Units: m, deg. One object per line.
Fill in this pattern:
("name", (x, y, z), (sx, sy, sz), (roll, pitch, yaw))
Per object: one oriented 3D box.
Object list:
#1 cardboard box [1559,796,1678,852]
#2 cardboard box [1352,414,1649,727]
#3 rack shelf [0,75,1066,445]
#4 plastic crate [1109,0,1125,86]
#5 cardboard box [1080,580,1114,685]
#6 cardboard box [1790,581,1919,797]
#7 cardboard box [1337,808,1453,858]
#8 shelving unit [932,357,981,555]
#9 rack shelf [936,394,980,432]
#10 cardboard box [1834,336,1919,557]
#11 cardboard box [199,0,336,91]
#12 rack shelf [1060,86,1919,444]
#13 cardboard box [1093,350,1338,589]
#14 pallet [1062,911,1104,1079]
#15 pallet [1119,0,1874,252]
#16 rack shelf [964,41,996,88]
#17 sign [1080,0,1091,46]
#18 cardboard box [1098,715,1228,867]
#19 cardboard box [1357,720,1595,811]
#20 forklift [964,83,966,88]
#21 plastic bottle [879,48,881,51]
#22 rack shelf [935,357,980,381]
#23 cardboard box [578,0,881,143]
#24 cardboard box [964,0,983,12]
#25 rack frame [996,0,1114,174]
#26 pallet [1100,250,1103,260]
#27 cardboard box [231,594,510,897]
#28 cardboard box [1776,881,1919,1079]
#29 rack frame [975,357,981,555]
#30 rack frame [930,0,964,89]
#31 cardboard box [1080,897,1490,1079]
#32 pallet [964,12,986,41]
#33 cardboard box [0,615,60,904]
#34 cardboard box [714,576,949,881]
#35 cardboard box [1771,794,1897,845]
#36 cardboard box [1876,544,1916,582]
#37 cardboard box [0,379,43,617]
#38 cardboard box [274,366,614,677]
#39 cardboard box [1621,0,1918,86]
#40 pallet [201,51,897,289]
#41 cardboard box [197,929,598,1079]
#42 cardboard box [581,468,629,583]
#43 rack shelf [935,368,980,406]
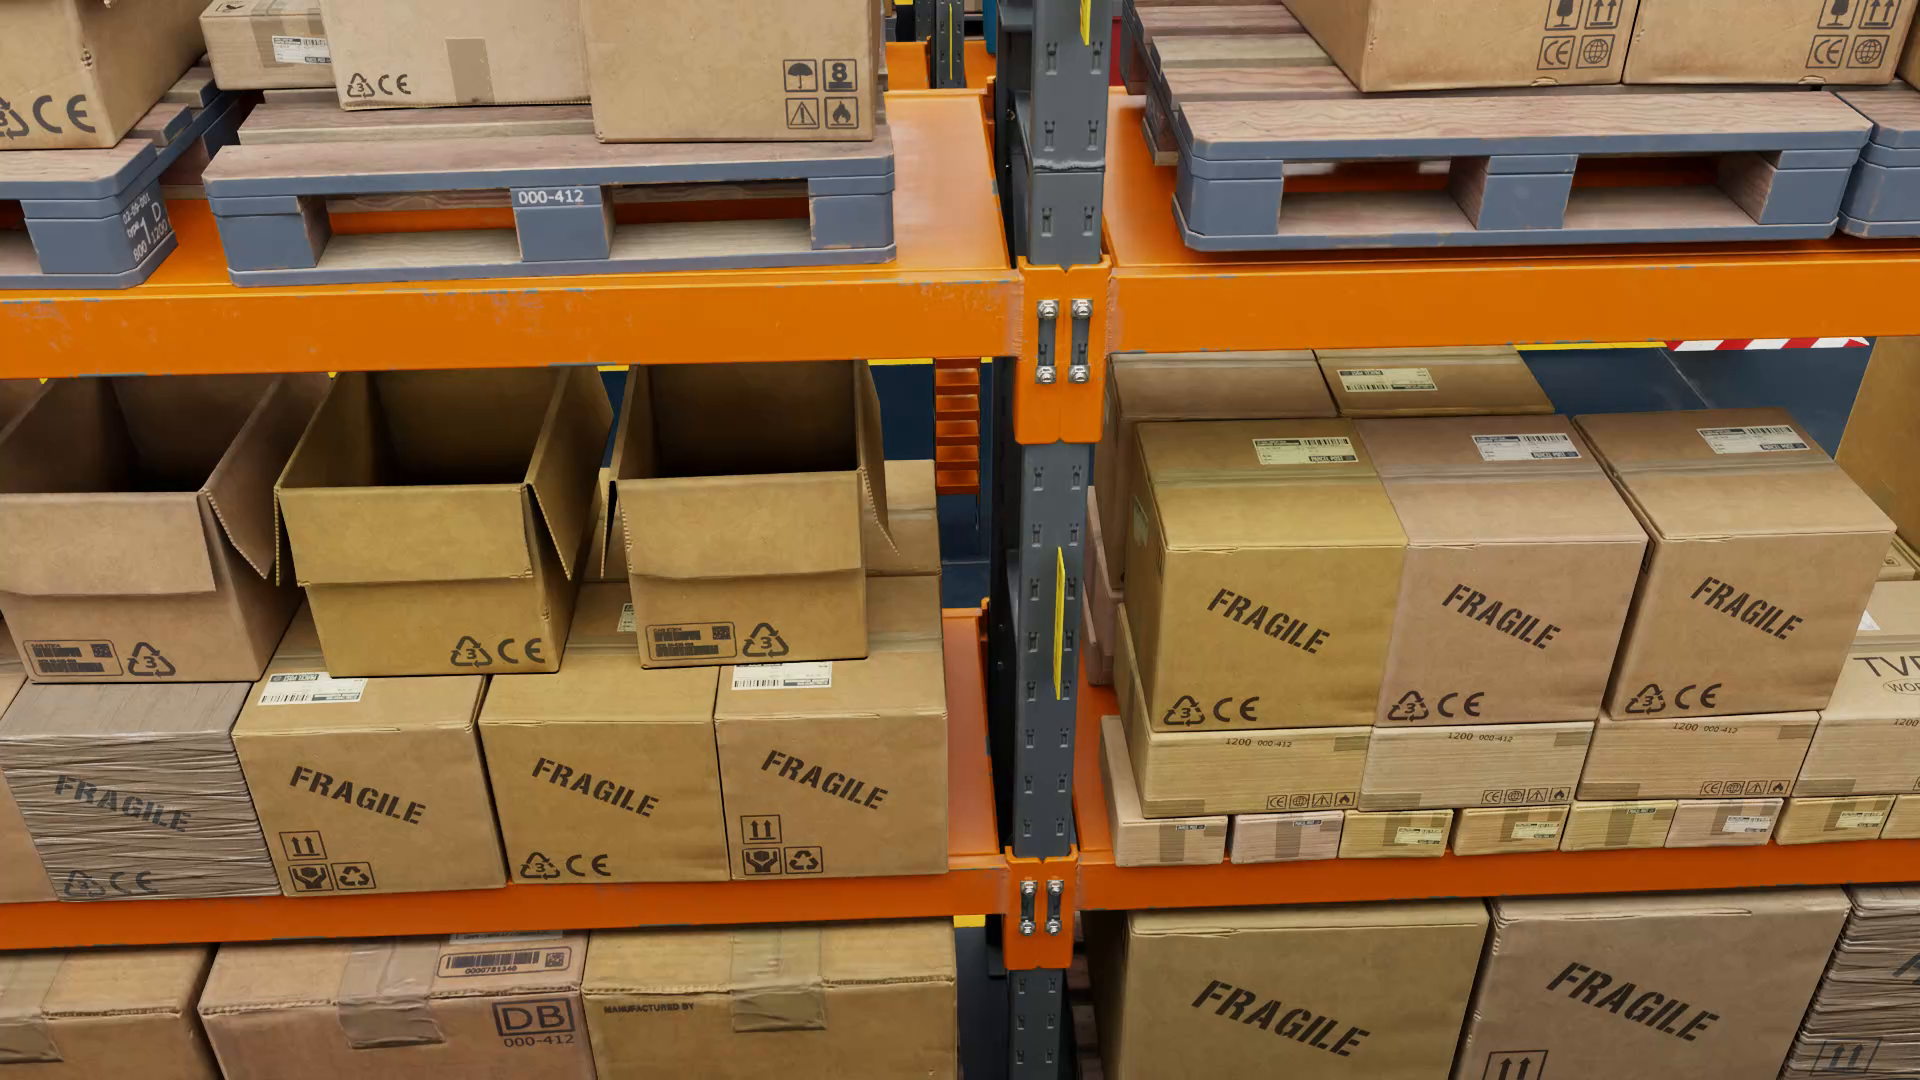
("cardboard box", (1.522, 0.563, 4.021), (0.250, 0.149, 0.380), (-2, 35, -3))
("cardboard box", (1.150, 0.063, 3.735), (0.500, 0.500, 0.500), (-2, 35, -2))
("rack shelf", (-1.830, -0.575, 3.442), (4.000, 0.370, 1.077), (-2, 35, -2))
("plastic crate", (0.837, -2.440, 8.030), (0.583, 0.464, 0.402), (-2, 35, -2))
("cardboard box", (0.456, 0.217, 4.521), (0.250, 0.149, 0.380), (-1, 35, -2))
("cardboard box", (2.156, 0.347, 3.983), (0.500, 0.250, 0.500), (-1, 35, -2))
("cardboard box", (1.004, 0.578, 4.000), (0.250, 0.149, 0.380), (0, 35, -1))
("shelving unit", (-0.014, -0.493, 6.908), (0.189, 1.200, 0.258), (-2, 35, -2))
("rack shelf", (-0.014, -0.555, 6.865), (0.180, 0.103, 0.258), (-2, 35, -2))
("cardboard box", (2.654, -0.278, 4.228), (0.500, 0.500, 0.500), (-2, 35, -4))
("cardboard box", (-1.327, -1.040, 3.332), (0.250, 0.149, 0.380), (-3, 35, -4))
("rack shelf", (2.165, -0.683, 3.598), (4.000, 0.370, 1.077), (-2, 35, -2))
("cardboard box", (0.614, -0.225, 4.151), (0.500, 0.500, 0.500), (-1, 35, -1))
("pallet", (0.931, 1.479, 4.928), (1.213, 0.211, 1.003), (-2, 35, -2))
("pallet", (0.985, -0.905, 3.364), (1.213, 0.211, 1.003), (-2, 35, -2))
("rack shelf", (1.931, -2.265, 8.520), (4.000, 0.370, 1.077), (-2, 35, -2))
("sign", (0.203, -0.959, 2.633), (0.005, 0.325, 0.100), (-2, 35, -2))
("cardboard box", (0.479, 0.593, 3.979), (0.250, 0.149, 0.380), (-1, 35, -2))
("cardboard box", (1.146, 0.373, 3.945), (0.500, 0.250, 0.500), (-2, 35, -2))
("forklift", (0.934, -3.924, 10.345), (3.031, 2.935, 1.130), (0, 35, 1))
("plastic bottle", (-0.445, -2.262, 7.991), (0.135, 0.276, 0.152), (-2, 35, -2))
("rack shelf", (-0.014, -0.752, 6.728), (0.180, 0.103, 0.258), (-2, 35, -2))
("cardboard box", (-0.411, -1.118, 3.136), (0.500, 0.500, 0.700), (-1, 35, -1))
("cardboard box", (0.132, -4.287, 12.784), (0.500, 0.311, 0.500), (-2, 35, -2))
("rack frame", (0.167, -2.159, 2.462), (0.127, 3.000, 1.000), (-2, 35, -2))
("pallet", (0.666, -1.402, 9.091), (1.213, 0.211, 1.003), (-2, 35, -2))
("cardboard box", (-1.303, 0.462, 3.858), (0.500, 0.500, 0.500), (-2, 35, -3))
("cardboard box", (2.618, 0.989, 4.684), (0.875, 0.875, 0.875), (-2, 35, -2))
("rack frame", (0.077, -0.495, 6.912), (0.006, 1.200, 0.240), (-2, 35, -2))
("rack frame", (-0.067, -2.507, 8.237), (0.127, 3.000, 1.000), (-2, 35, -2))
("cardboard box", (0.830, 1.037, 4.614), (0.875, 0.875, 0.875), (-2, 35, -2))
("pallet", (0.388, -4.194, 13.125), (1.213, 0.211, 1.003), (-2, 35, -2))
("cardboard box", (-2.303, 0.485, 3.825), (0.500, 0.500, 0.500), (-2, 35, -3))
("cardboard box", (-0.287, 0.435, 3.898), (0.500, 0.500, 0.500), (-1, 35, -2))
("cardboard box", (2.036, 0.550, 4.041), (0.250, 0.149, 0.380), (-2, 35, -4))
("cardboard box", (2.129, 0.046, 4.419), (0.500, 0.250, 0.500), (-2, 35, -3))
("cardboard box", (-2.446, -0.064, 3.737), (0.637, 0.503, 0.797), (-1, 35, -1))
("cardboard box", (-1.156, -0.112, 3.806), (0.637, 0.503, 0.797), (-1, 35, -2))
("cardboard box", (1.484, -1.247, 3.236), (0.500, 0.500, 0.700), (0, 35, 0))
("pallet", (-0.746, -0.794, 3.293), (1.217, 0.209, 0.805), (-3, 35, -4))
("cardboard box", (-1.363, 1.062, 4.577), (0.875, 0.875, 1.225), (-3, 35, -4))
("cardboard box", (-0.806, 0.151, 4.307), (0.500, 0.500, 0.500), (-1, 35, -2))
("rack shelf", (-0.014, -0.654, 6.797), (0.180, 0.103, 0.258), (-2, 35, -2))
